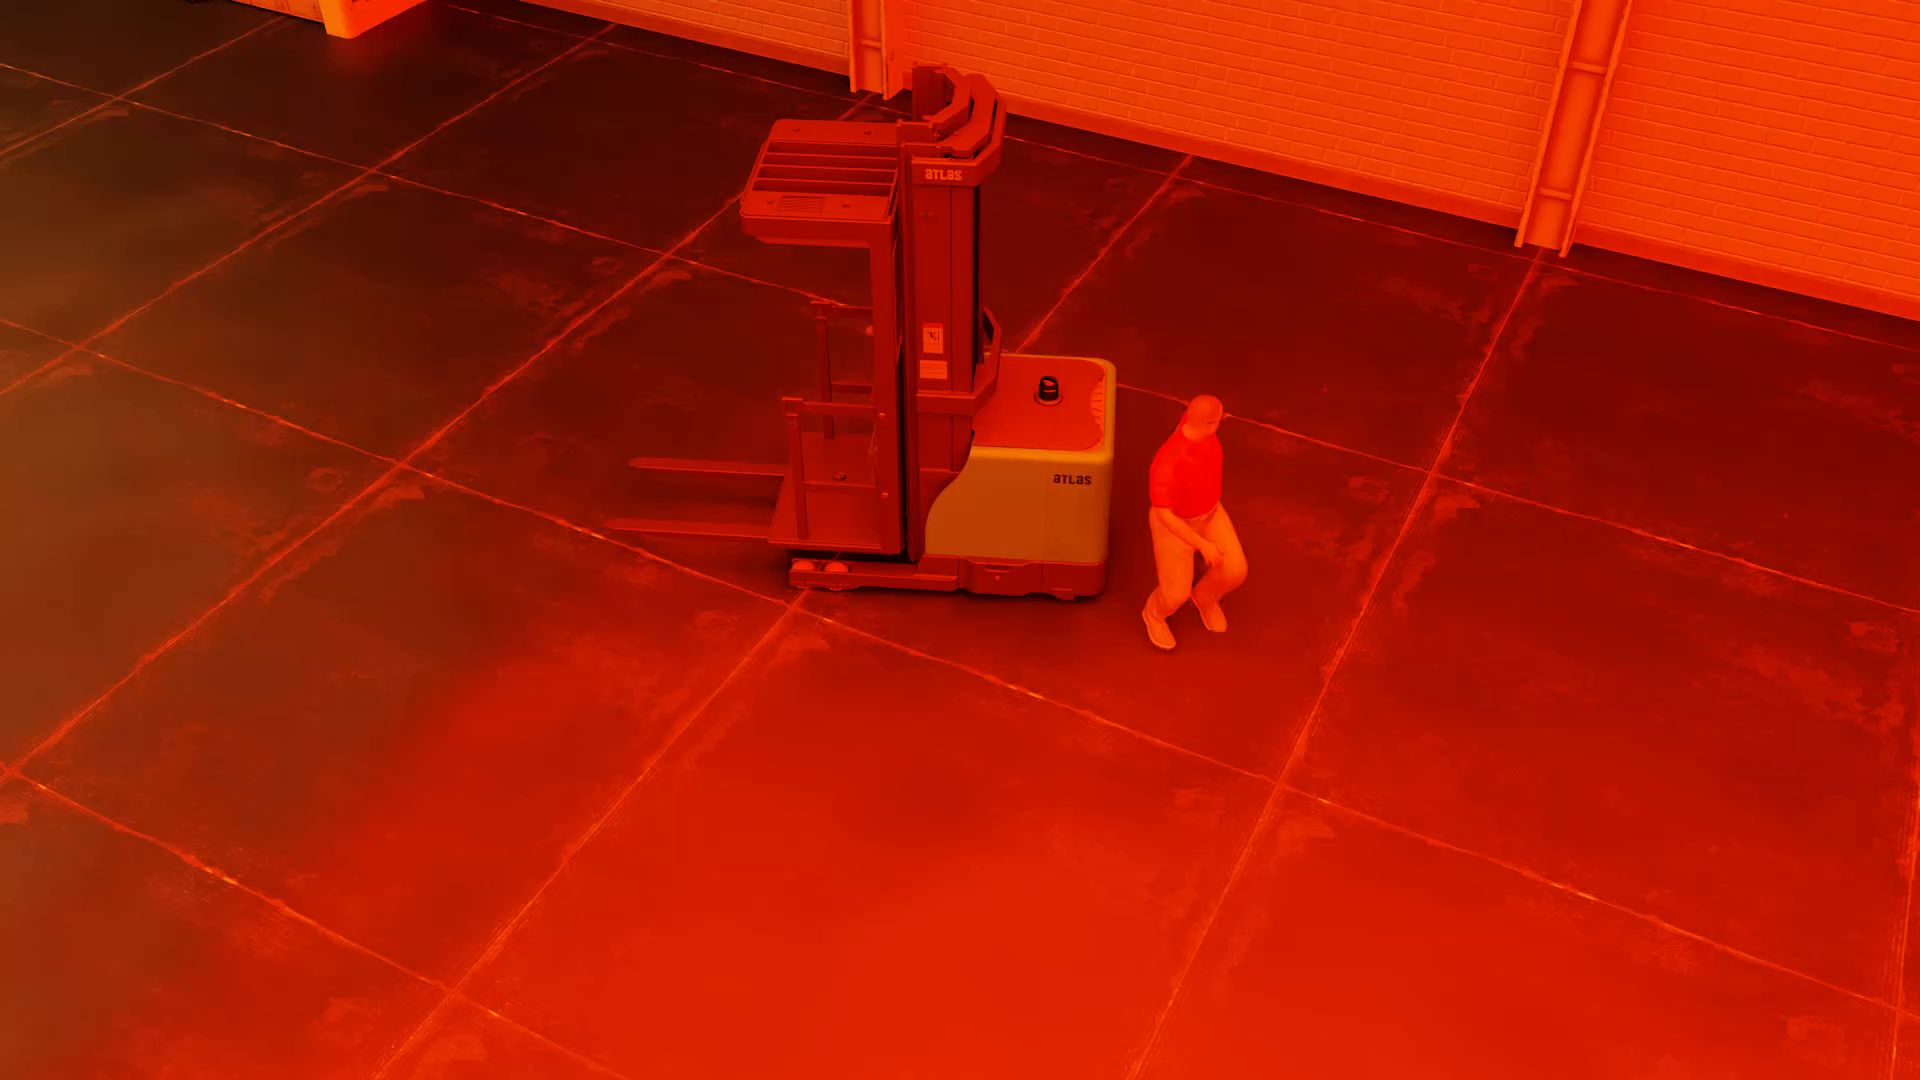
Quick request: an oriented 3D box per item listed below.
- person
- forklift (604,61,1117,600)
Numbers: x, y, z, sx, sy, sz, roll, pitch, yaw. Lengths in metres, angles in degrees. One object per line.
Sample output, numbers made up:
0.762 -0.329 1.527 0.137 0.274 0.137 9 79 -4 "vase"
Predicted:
1.268 -0.102 9.136 0.723 1.692 0.732 -25 46 -27 "person"
-0.606 -1.157 9.360 3.031 2.935 1.130 3 40 4 "forklift"
